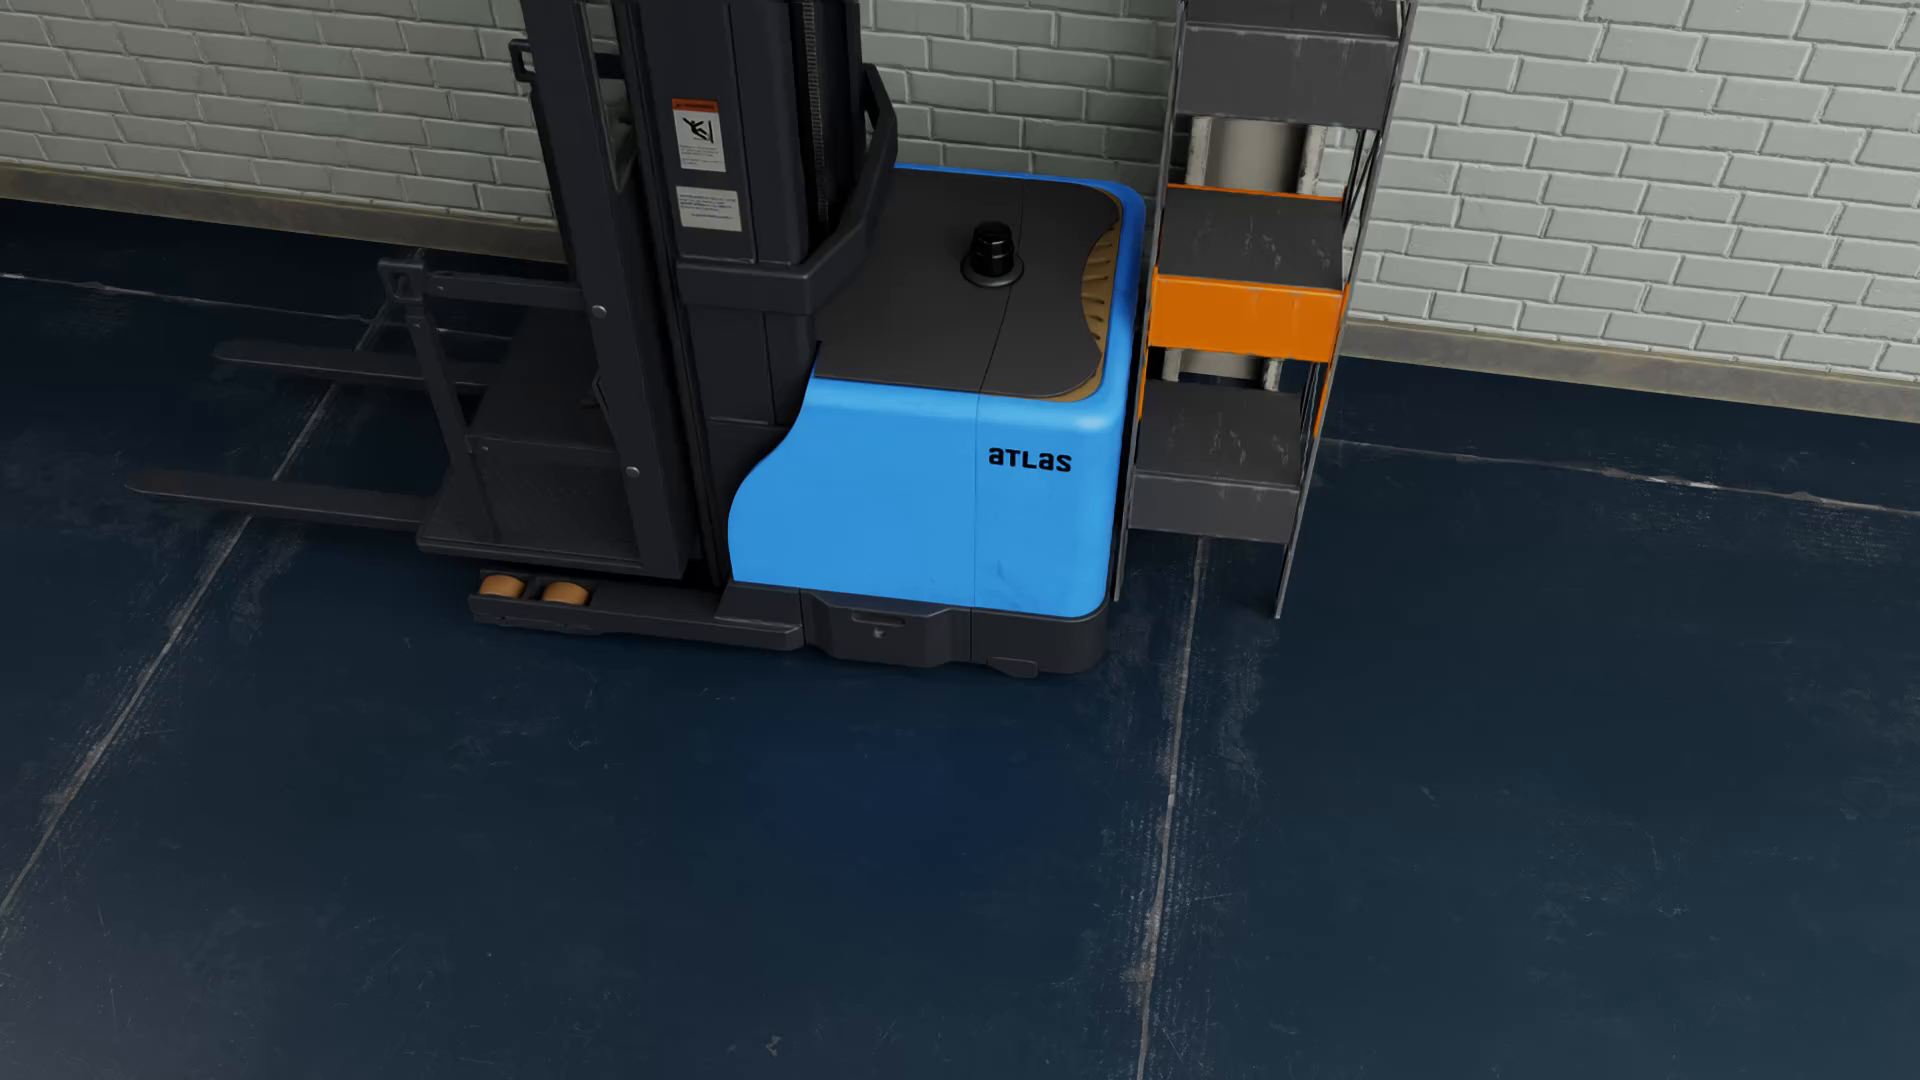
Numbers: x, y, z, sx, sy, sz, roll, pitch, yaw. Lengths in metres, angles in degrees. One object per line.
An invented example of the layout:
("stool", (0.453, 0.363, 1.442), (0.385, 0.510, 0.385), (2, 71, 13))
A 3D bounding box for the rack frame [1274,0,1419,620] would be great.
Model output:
("rack frame", (0.988, -0.608, 4.385), (0.015, 2.100, 0.400), (6, 48, 5))

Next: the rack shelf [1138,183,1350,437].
("rack shelf", (0.746, -0.625, 4.418), (0.480, 0.518, 0.431), (6, 48, 5))

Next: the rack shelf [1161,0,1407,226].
("rack shelf", (0.746, -1.093, 3.898), (0.480, 0.518, 0.431), (6, 48, 5))

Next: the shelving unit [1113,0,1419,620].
("shelving unit", (0.746, -0.634, 4.408), (0.503, 2.100, 0.431), (6, 48, 5))

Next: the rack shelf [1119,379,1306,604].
("rack shelf", (0.746, -0.157, 4.939), (0.480, 0.518, 0.431), (6, 48, 5))

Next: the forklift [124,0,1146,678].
("forklift", (-1.019, -1.081, 4.251), (3.031, 2.935, 1.130), (6, 48, 5))

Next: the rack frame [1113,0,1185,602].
("rack frame", (0.505, -0.660, 4.432), (0.015, 2.100, 0.400), (6, 48, 5))
